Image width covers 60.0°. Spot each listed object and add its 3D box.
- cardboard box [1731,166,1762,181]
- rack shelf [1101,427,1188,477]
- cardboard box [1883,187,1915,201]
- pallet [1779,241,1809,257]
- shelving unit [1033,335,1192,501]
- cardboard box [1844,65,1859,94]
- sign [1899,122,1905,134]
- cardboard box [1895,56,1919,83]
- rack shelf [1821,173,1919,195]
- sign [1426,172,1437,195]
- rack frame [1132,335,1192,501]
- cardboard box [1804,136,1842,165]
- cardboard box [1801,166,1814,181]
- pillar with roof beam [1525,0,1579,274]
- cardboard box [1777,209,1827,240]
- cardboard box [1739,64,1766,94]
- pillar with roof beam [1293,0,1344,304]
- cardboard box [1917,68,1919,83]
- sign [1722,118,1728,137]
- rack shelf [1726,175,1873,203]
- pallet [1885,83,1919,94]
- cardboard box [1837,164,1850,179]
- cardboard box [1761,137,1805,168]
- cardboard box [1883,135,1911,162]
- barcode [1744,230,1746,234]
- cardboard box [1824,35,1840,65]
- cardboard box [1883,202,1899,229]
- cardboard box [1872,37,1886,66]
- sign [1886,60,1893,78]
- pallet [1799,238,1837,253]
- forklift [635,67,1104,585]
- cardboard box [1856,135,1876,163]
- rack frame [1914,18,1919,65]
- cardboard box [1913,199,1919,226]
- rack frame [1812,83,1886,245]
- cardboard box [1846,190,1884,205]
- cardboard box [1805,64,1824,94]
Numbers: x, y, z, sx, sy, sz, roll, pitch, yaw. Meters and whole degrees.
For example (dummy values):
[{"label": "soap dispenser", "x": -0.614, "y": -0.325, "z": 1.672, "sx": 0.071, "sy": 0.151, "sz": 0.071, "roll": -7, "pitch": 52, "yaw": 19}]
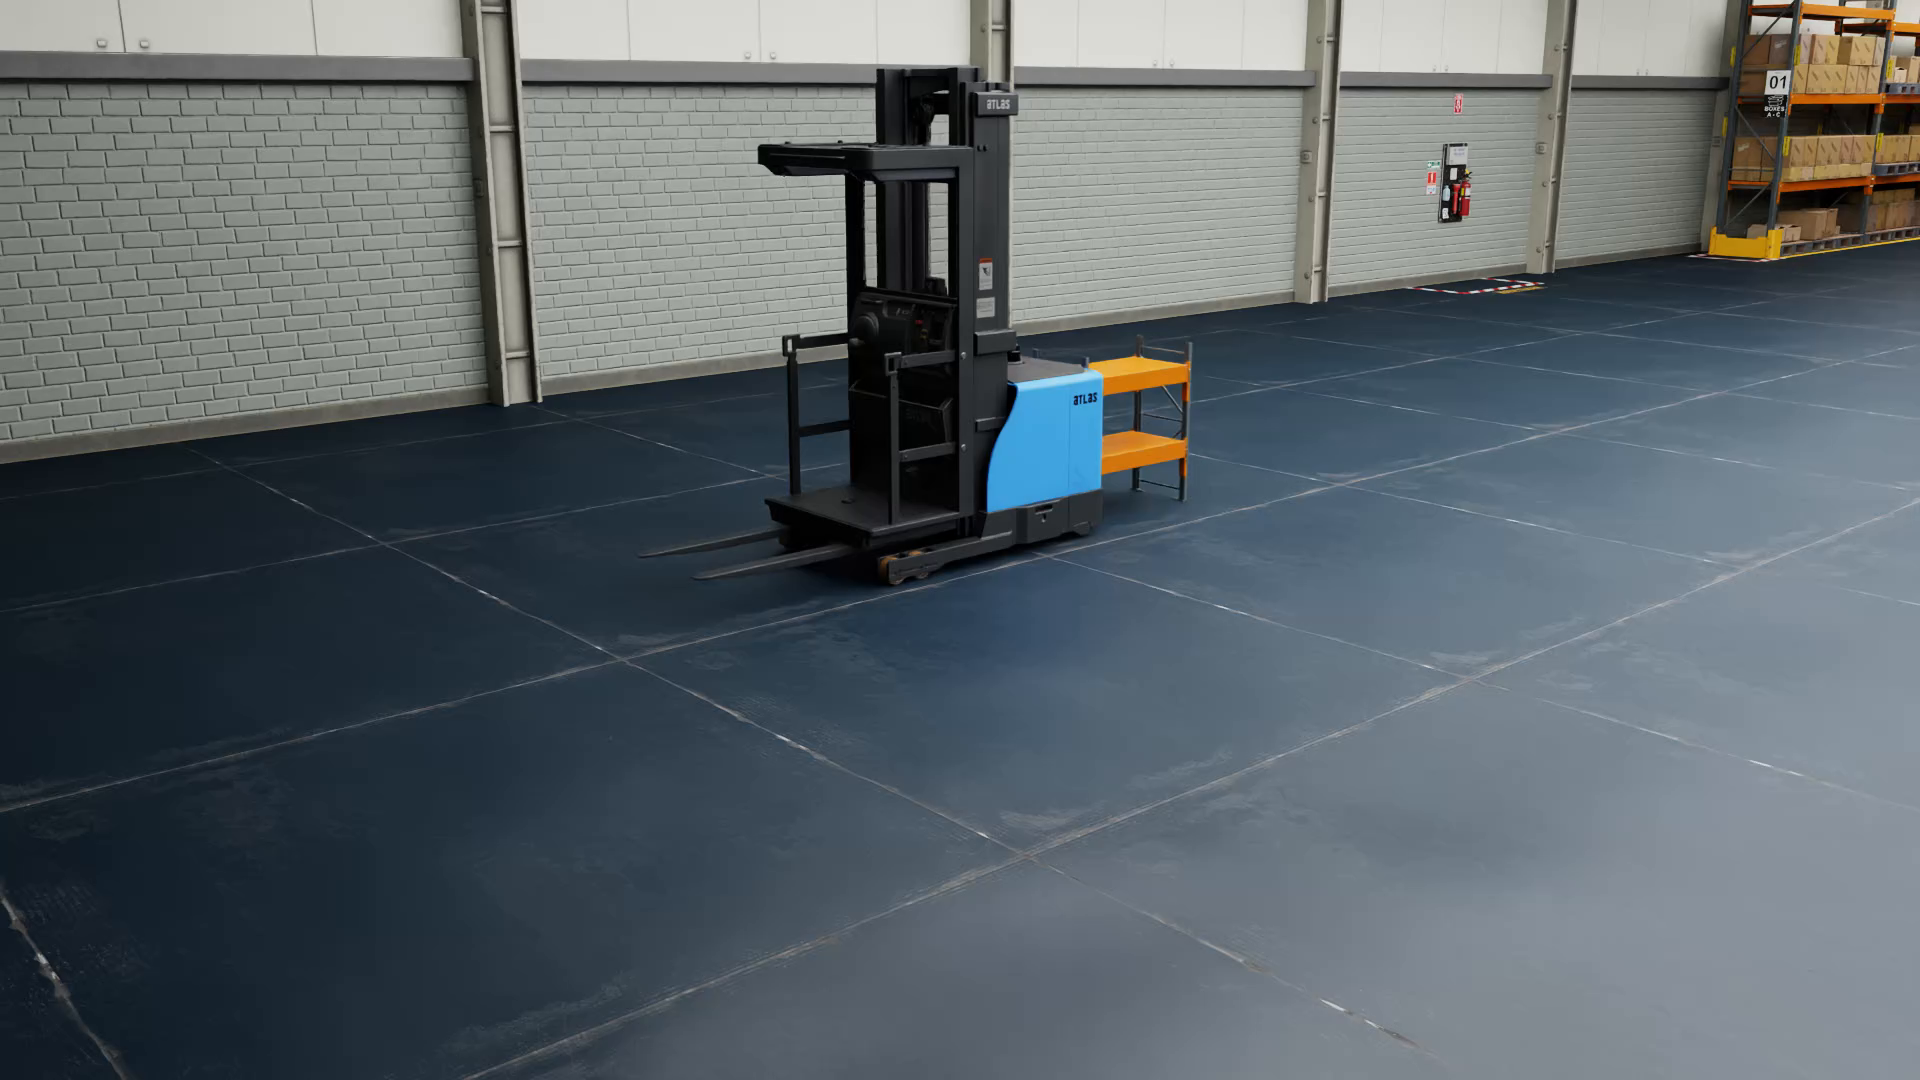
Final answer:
[{"label": "cardboard box", "x": 14.203, "y": -6.578, "z": 29.817, "sx": 0.500, "sy": 0.250, "sz": 0.500, "roll": -12, "pitch": 19, "yaw": -39}, {"label": "rack shelf", "x": 1.050, "y": -0.546, "z": 11.562, "sx": 1.000, "sy": 0.278, "sz": 0.538, "roll": -13, "pitch": 20, "yaw": -40}, {"label": "cardboard box", "x": 19.033, "y": -7.030, "z": 33.795, "sx": 0.500, "sy": 0.250, "sz": 0.500, "roll": -12, "pitch": 19, "yaw": -38}, {"label": "pallet", "x": 14.671, "y": -5.321, "z": 30.260, "sx": 1.213, "sy": 0.211, "sz": 1.003, "roll": -13, "pitch": 19, "yaw": -39}, {"label": "shelving unit", "x": 1.050, "y": -0.782, "z": 11.499, "sx": 1.048, "sy": 1.125, "sz": 0.538, "roll": -13, "pitch": 20, "yaw": -40}, {"label": "cardboard box", "x": 15.994, "y": -8.391, "z": 30.306, "sx": 0.500, "sy": 0.500, "sz": 0.500, "roll": -14, "pitch": 20, "yaw": -41}, {"label": "sign", "x": 19.646, "y": -8.546, "z": 34.689, "sx": 0.005, "sy": 0.325, "sz": 0.100, "roll": -13, "pitch": 19, "yaw": -39}, {"label": "cardboard box", "x": 18.391, "y": -9.188, "z": 32.516, "sx": 0.500, "sy": 0.500, "sz": 0.500, "roll": -14, "pitch": 20, "yaw": -41}, {"label": "rack shelf", "x": 18.504, "y": -7.193, "z": 33.261, "sx": 4.000, "sy": 0.370, "sz": 1.077, "roll": -13, "pitch": 19, "yaw": -39}, {"label": "sign", "x": 7.038, "y": -5.327, "z": 24.812, "sx": 0.234, "sy": 0.329, "sz": 0.001, "roll": -13, "pitch": 19, "yaw": -39}, {"label": "rack frame", "x": 1.431, "y": -0.869, "z": 11.824, "sx": 0.032, "sy": 1.125, "sz": 0.500, "roll": -13, "pitch": 20, "yaw": -40}, {"label": "cardboard box", "x": 15.690, "y": -7.104, "z": 30.332, "sx": 0.500, "sy": 0.500, "sz": 0.500, "roll": -12, "pitch": 19, "yaw": -38}, {"label": "cardboard box", "x": 14.937, "y": -6.573, "z": 29.797, "sx": 0.500, "sy": 0.250, "sz": 0.500, "roll": -13, "pitch": 20, "yaw": -41}, {"label": "pillar with roof beam", "x": 12.238, "y": -7.855, "z": 22.720, "sx": 0.400, "sy": 9.000, "sz": 9.100, "roll": -13, "pitch": 19, "yaw": -39}, {"label": "cardboard box", "x": 15.575, "y": -5.840, "z": 30.792, "sx": 0.500, "sy": 0.500, "sz": 0.700, "roll": -14, "pitch": 21, "yaw": -43}, {"label": "cardboard box", "x": 14.126, "y": -8.151, "z": 29.409, "sx": 0.500, "sy": 0.500, "sz": 0.500, "roll": -11, "pitch": 18, "yaw": -35}, {"label": "pillar with roof beam", "x": 7.711, "y": -6.839, "z": 18.915, "sx": 0.400, "sy": 9.000, "sz": 9.100, "roll": -13, "pitch": 19, "yaw": -39}, {"label": "cardboard box", "x": 18.974, "y": -9.187, "z": 33.279, "sx": 0.637, "sy": 0.503, "sz": 0.797, "roll": -9, "pitch": 18, "yaw": -32}, {"label": "sign", "x": 13.629, "y": -7.348, "z": 29.590, "sx": 0.005, "sy": 0.325, "sz": 0.100, "roll": -13, "pitch": 19, "yaw": -39}, {"label": "rack shelf", "x": 15.487, "y": -6.516, "z": 30.724, "sx": 4.000, "sy": 0.370, "sz": 1.077, "roll": -13, "pitch": 19, "yaw": -39}, {"label": "pallet", "x": 17.531, "y": -8.644, "z": 31.851, "sx": 1.003, "sy": 0.211, "sz": 1.213, "roll": -13, "pitch": 19, "yaw": -39}, {"label": "cardboard box", "x": 16.086, "y": -6.829, "z": 30.755, "sx": 0.500, "sy": 0.250, "sz": 0.500, "roll": -13, "pitch": 20, "yaw": -40}, {"label": "cardboard box", "x": 14.535, "y": -6.846, "z": 29.366, "sx": 0.500, "sy": 0.500, "sz": 0.500, "roll": -13, "pitch": 19, "yaw": -39}, {"label": "cardboard box", "x": 18.304, "y": -7.753, "z": 32.917, "sx": 0.500, "sy": 0.500, "sz": 0.700, "roll": -10, "pitch": 18, "yaw": -32}, {"label": "barcode", "x": 14.310, "y": -5.623, "z": 30.328, "sx": 0.075, "sy": 0.075, "sz": 0.001, "roll": -13, "pitch": 19, "yaw": -39}, {"label": "cardboard box", "x": 15.219, "y": -8.697, "z": 29.513, "sx": 0.500, "sy": 0.500, "sz": 0.500, "roll": -12, "pitch": 19, "yaw": -38}, {"label": "cardboard box", "x": 18.308, "y": -6.511, "z": 33.303, "sx": 0.500, "sy": 0.500, "sz": 0.700, "roll": -12, "pitch": 19, "yaw": -39}, {"label": "cardboard box", "x": 16.795, "y": -9.054, "z": 30.853, "sx": 0.500, "sy": 0.500, "sz": 0.500, "roll": 14, "pitch": 20, "yaw": 42}, {"label": "sign", "x": 17.357, "y": -8.797, "z": 31.055, "sx": 0.005, "sy": 0.325, "sz": 0.100, "roll": -13, "pitch": 19, "yaw": -39}, {"label": "pallet", "x": 15.591, "y": -5.526, "z": 31.030, "sx": 1.213, "sy": 0.211, "sz": 1.003, "roll": -13, "pitch": 19, "yaw": -39}, {"label": "forklift", "x": -0.510, "y": -1.306, "z": 9.959, "sx": 3.031, "sy": 2.935, "sz": 1.130, "roll": -13, "pitch": 19, "yaw": -39}, {"label": "cardboard box", "x": 16.842, "y": -7.361, "z": 31.294, "sx": 0.500, "sy": 0.500, "sz": 0.500, "roll": -13, "pitch": 20, "yaw": -39}, {"label": "rack frame", "x": 20.013, "y": -10.778, "z": 33.662, "sx": 0.127, "sy": 3.000, "sz": 1.000, "roll": -13, "pitch": 19, "yaw": -39}, {"label": "cardboard box", "x": 19.504, "y": -6.752, "z": 34.208, "sx": 0.500, "sy": 0.500, "sz": 0.700, "roll": -12, "pitch": 19, "yaw": -39}, {"label": "rack frame", "x": 16.995, "y": -7.202, "z": 31.900, "sx": 0.127, "sy": 3.000, "sz": 1.000, "roll": -13, "pitch": 19, "yaw": -39}, {"label": "cardboard box", "x": 17.870, "y": -6.772, "z": 32.829, "sx": 0.500, "sy": 0.250, "sz": 0.500, "roll": -13, "pitch": 20, "yaw": -41}, {"label": "cardboard box", "x": 14.823, "y": -8.123, "z": 29.305, "sx": 0.500, "sy": 0.500, "sz": 0.500, "roll": -11, "pitch": 19, "yaw": -36}]
